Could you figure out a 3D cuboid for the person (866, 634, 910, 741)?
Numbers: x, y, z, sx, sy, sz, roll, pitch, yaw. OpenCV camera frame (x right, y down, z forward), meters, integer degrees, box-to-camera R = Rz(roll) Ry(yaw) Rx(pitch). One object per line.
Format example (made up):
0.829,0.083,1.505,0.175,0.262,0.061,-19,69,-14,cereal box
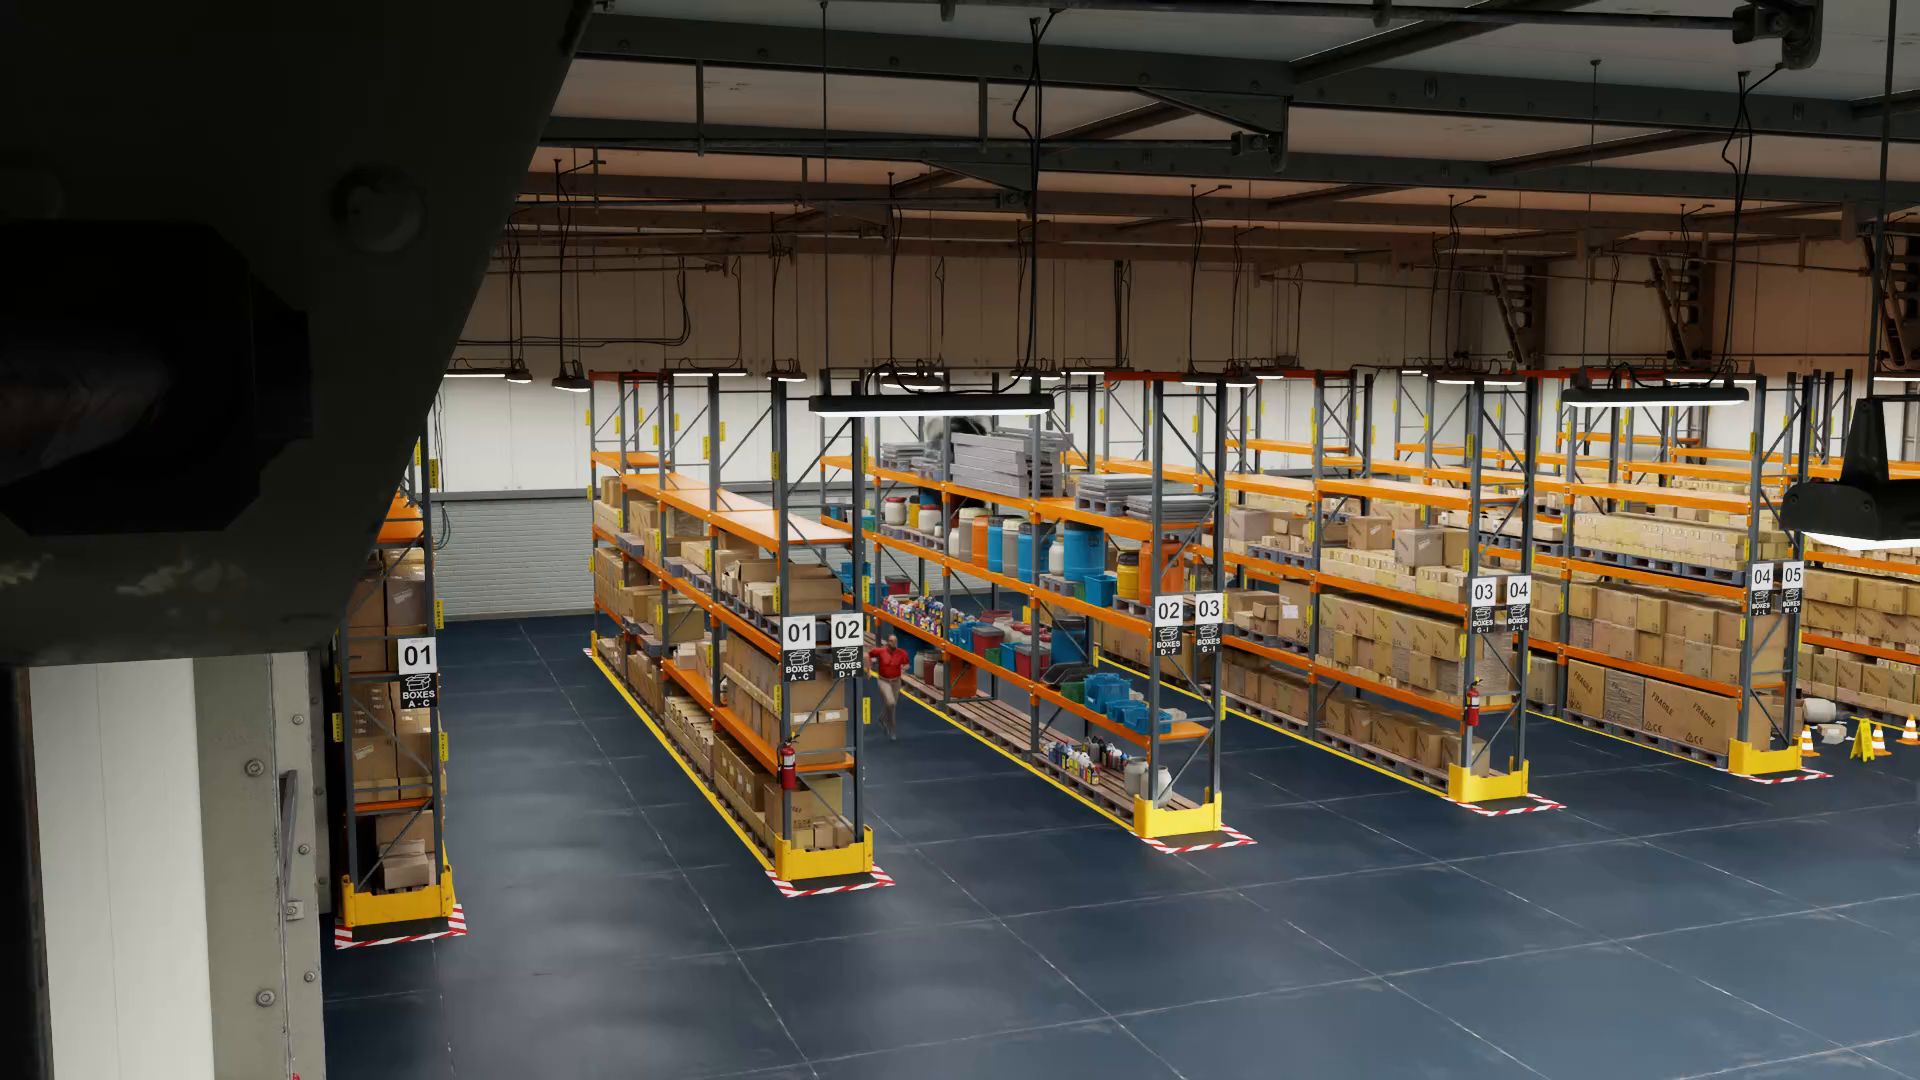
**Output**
-1.179,2.419,27.571,0.686,1.777,0.874,-3,7,-23,person

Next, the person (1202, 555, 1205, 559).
5.561,1.163,38.787,0.701,1.739,0.651,-1,7,-13,person

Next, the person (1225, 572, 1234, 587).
6.698,0.862,41.613,0.562,1.693,0.736,1,6,11,person
